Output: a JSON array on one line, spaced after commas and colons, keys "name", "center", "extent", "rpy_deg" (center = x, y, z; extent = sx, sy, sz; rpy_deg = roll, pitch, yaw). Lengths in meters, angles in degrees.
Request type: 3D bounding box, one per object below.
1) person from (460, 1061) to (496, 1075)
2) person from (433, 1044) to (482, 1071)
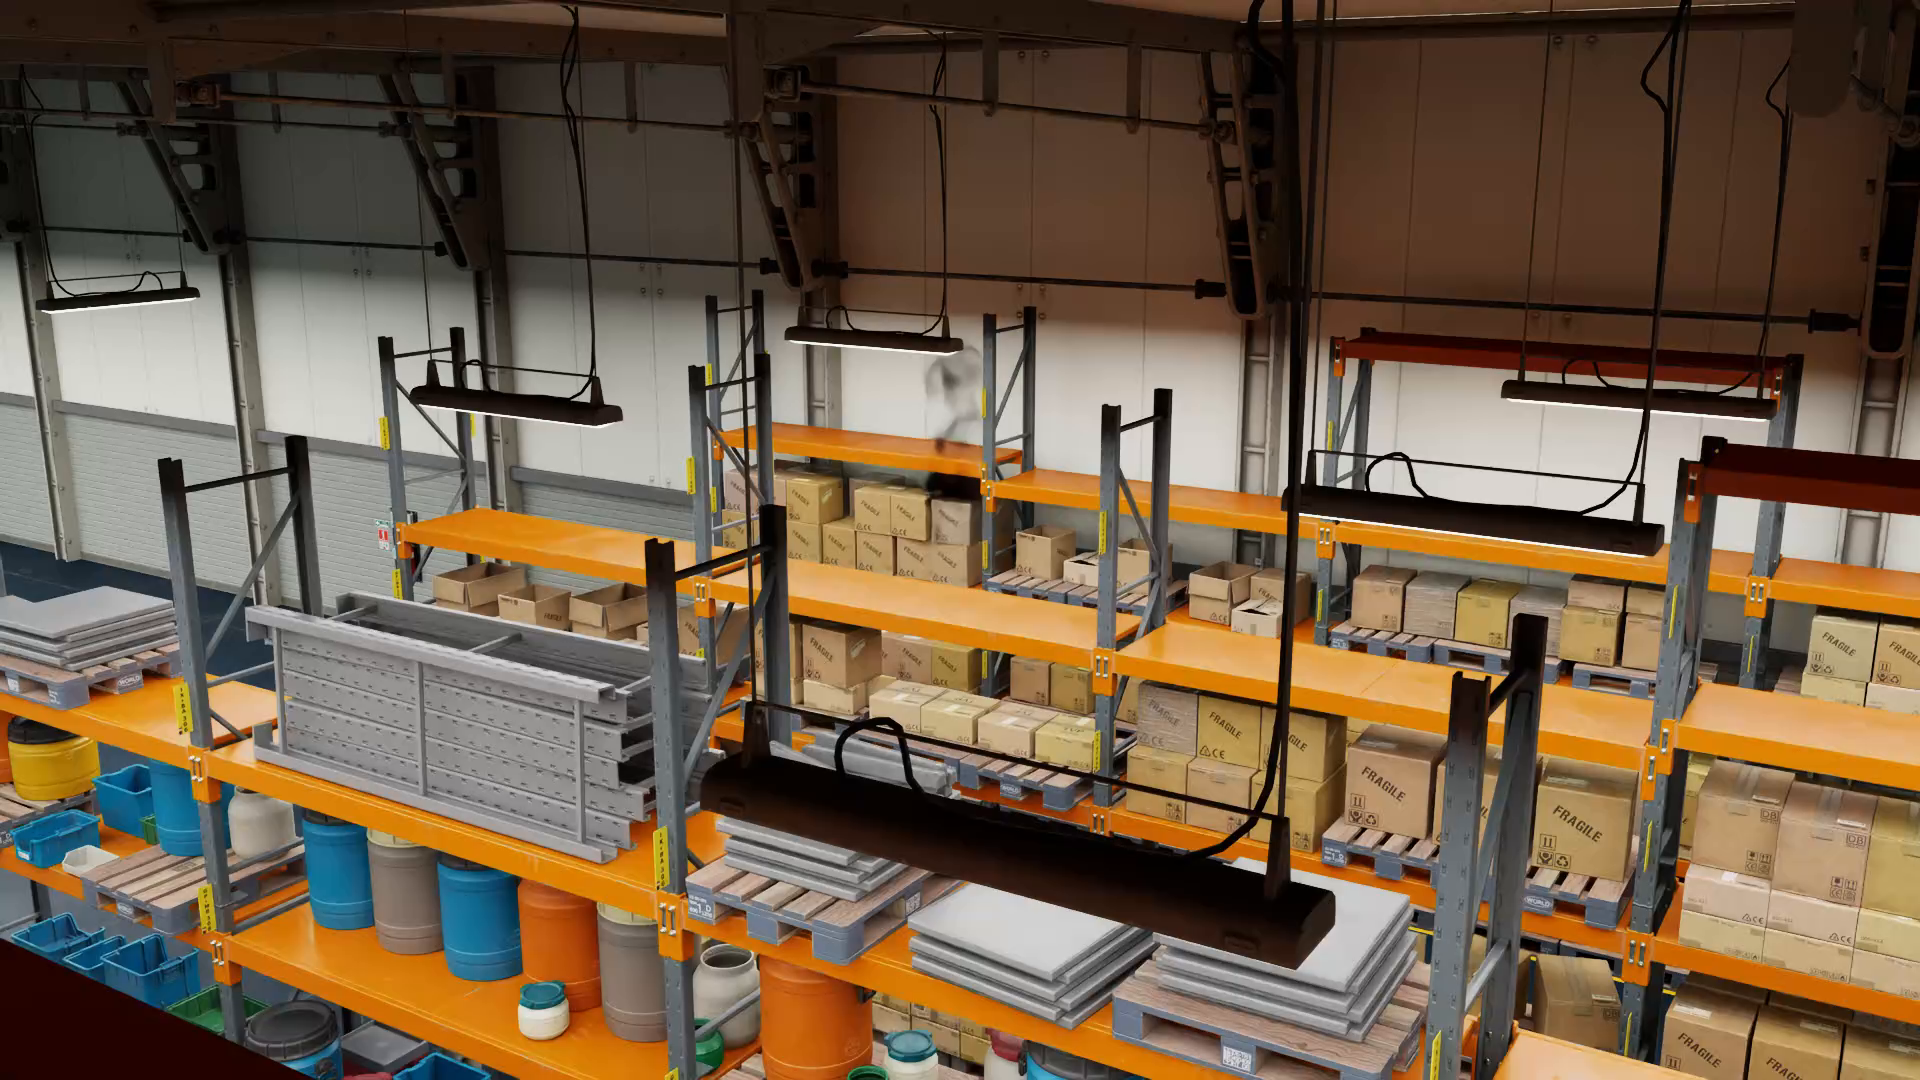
[{"name": "person", "center": [-4.344, 3.907, 14.156], "extent": [0.974, 1.607, 0.720], "rpy_deg": [6, 15, 24]}, {"name": "person", "center": [-4.035, 4.114, 13.313], "extent": [0.693, 1.639, 0.537], "rpy_deg": [10, 17, 36]}]
